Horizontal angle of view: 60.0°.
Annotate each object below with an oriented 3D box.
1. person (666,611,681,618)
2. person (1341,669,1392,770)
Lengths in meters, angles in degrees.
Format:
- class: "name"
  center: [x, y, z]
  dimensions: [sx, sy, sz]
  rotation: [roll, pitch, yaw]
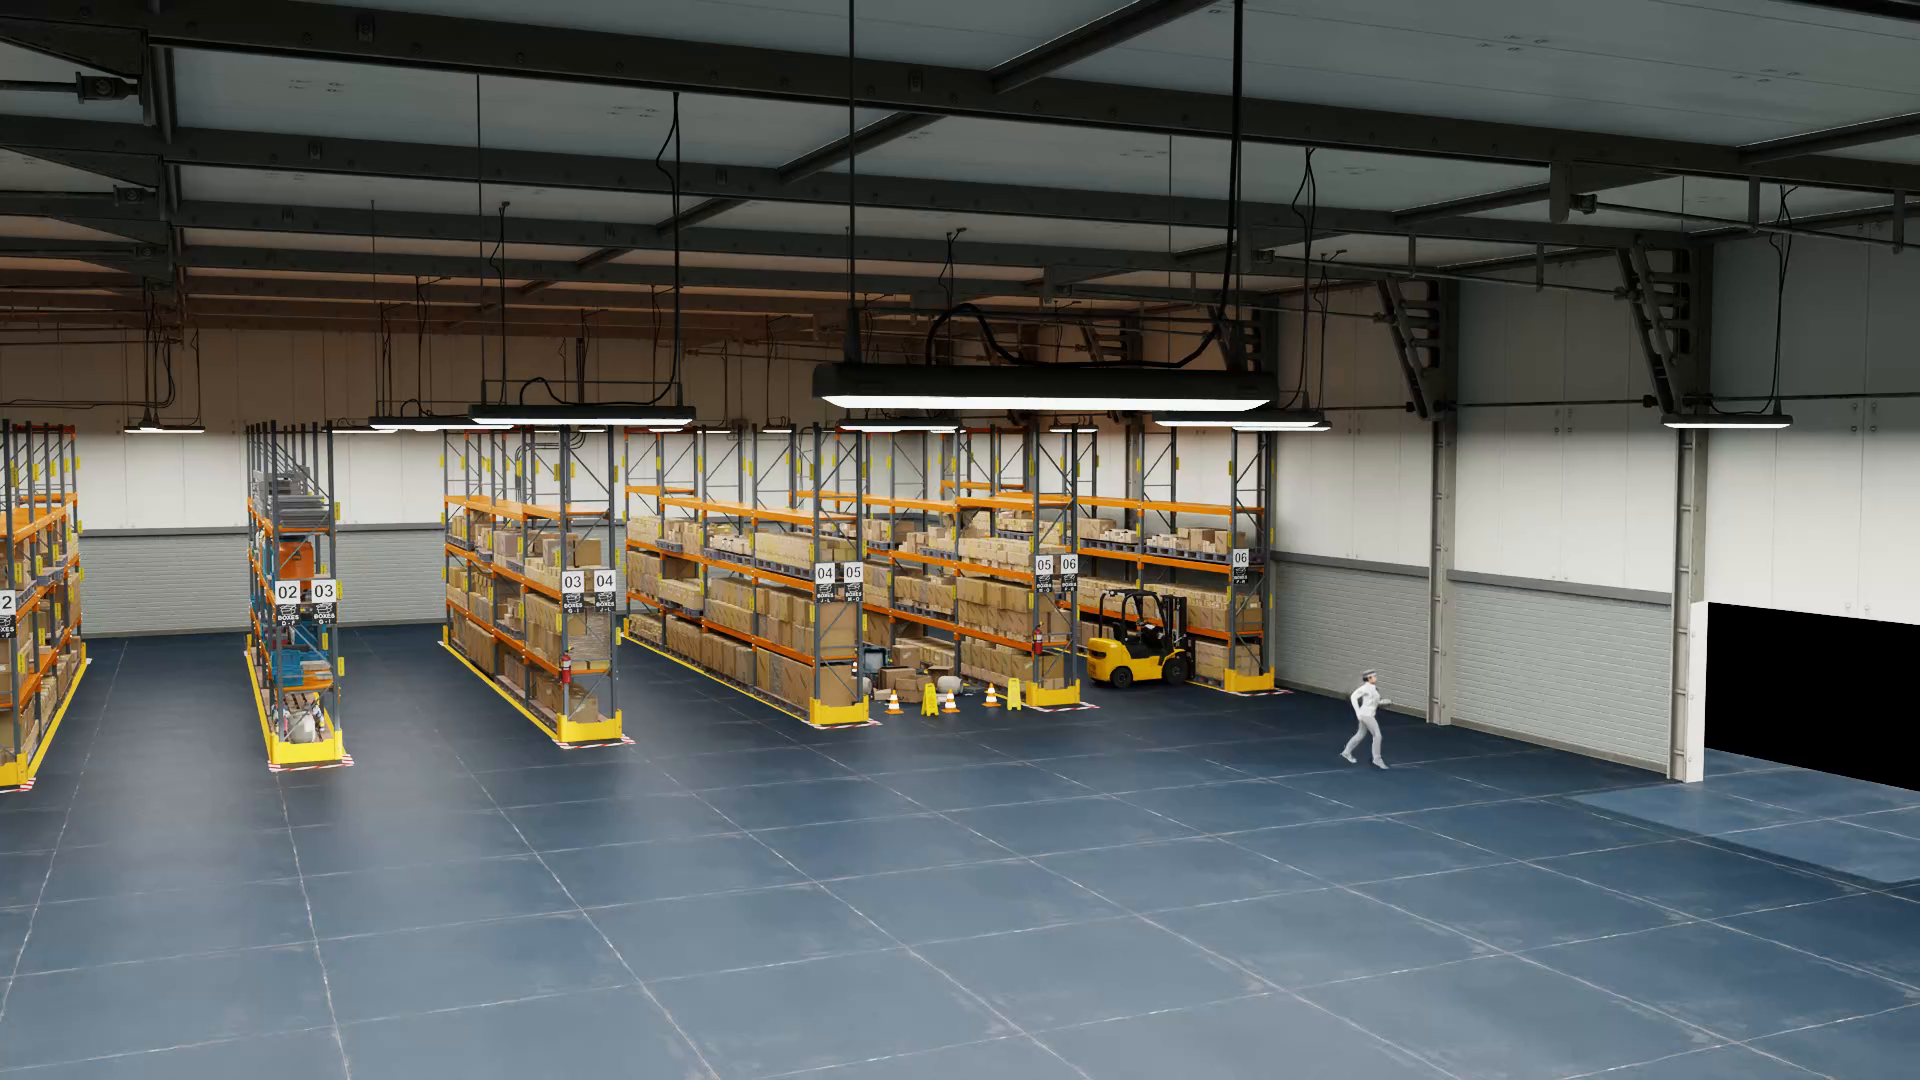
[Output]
- class: "person"
  center: [-8.437, 1.770, 49.160]
  dimensions: [0.808, 1.751, 0.666]
  rotation: [-2, 4, -26]
- class: "person"
  center: [7.009, 3.074, 28.696]
  dimensions: [0.849, 1.739, 0.580]
  rotation: [1, 4, 22]
